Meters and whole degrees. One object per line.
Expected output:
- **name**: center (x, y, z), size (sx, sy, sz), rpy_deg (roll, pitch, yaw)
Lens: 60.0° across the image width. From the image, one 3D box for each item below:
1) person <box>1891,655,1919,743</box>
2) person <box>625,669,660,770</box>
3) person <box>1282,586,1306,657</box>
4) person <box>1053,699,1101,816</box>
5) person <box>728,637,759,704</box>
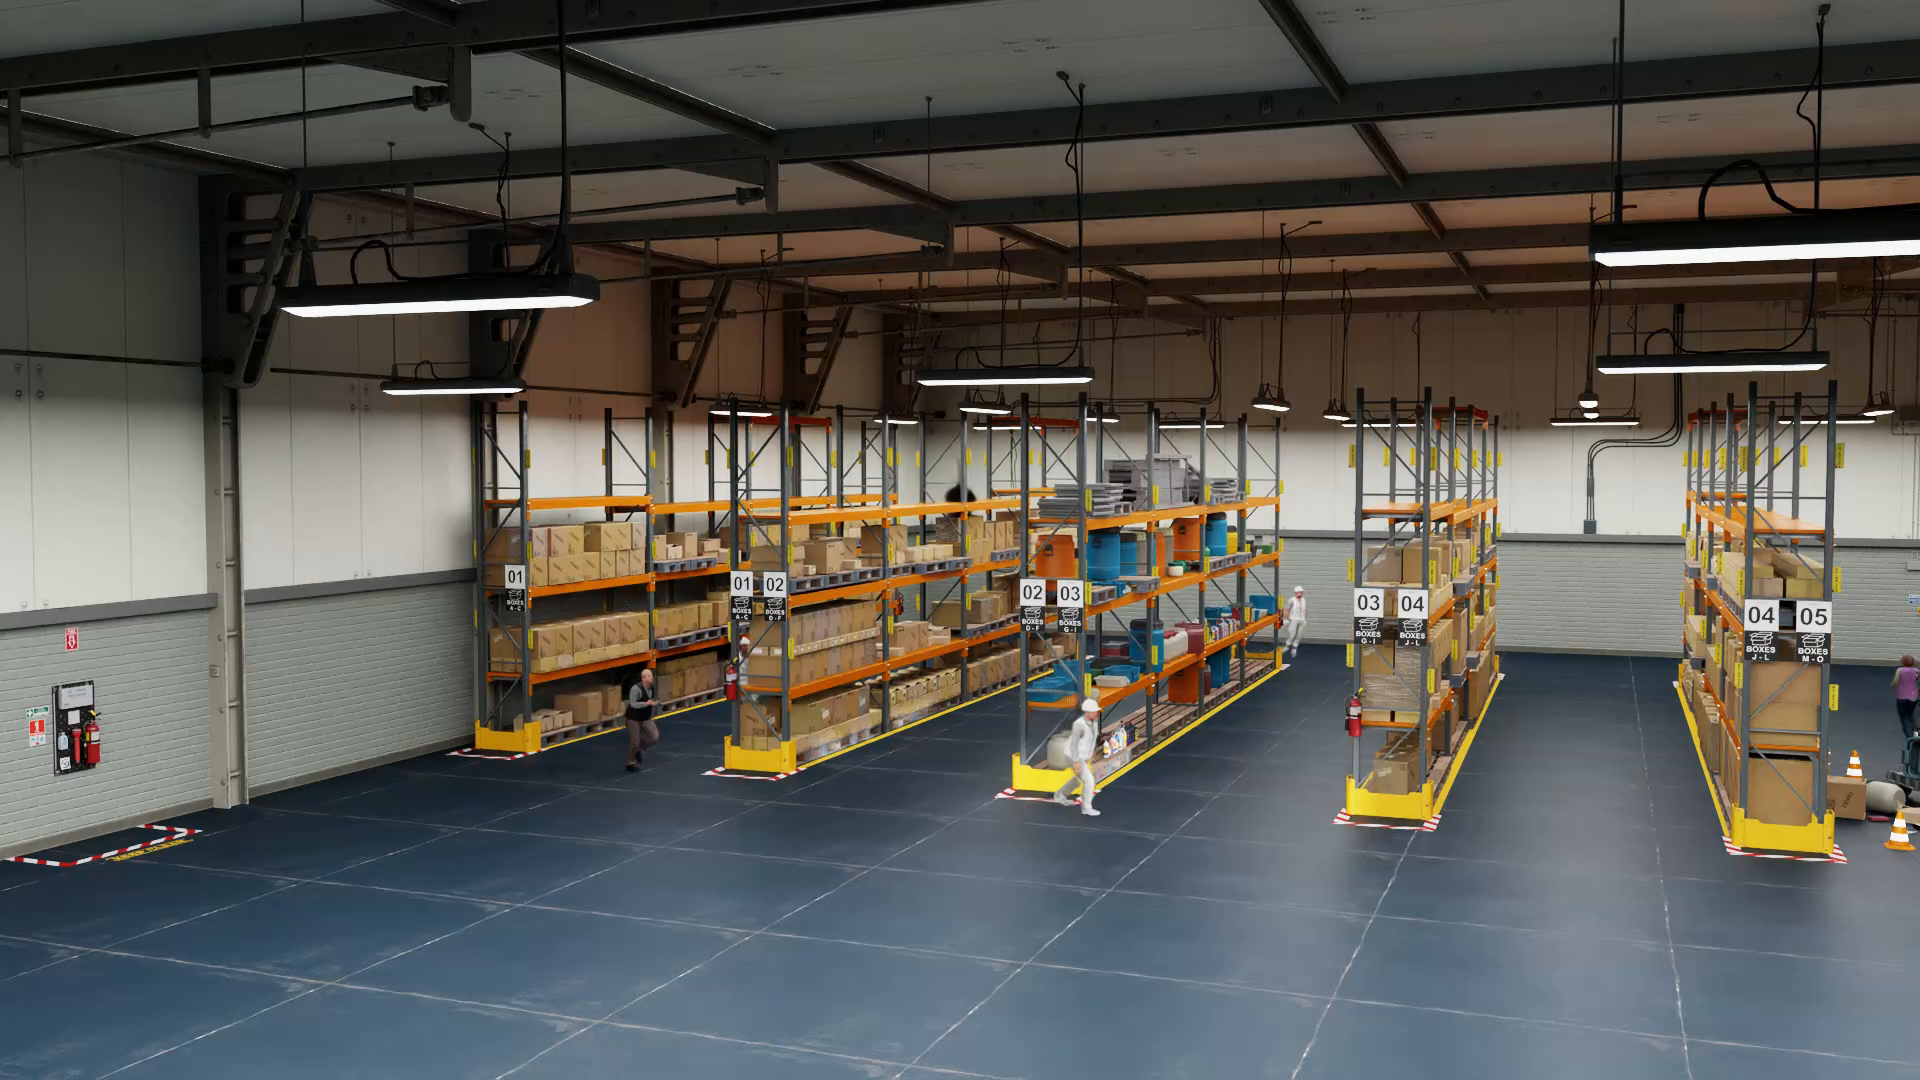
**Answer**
- **person**: center (16.623, 2.784, 29.178), size (0.546, 1.564, 0.604), rpy_deg (0, 3, 10)
- **person**: center (-5.062, 2.873, 26.568), size (0.795, 1.641, 0.635), rpy_deg (2, 3, 36)
- **person**: center (8.461, 2.077, 42.073), size (0.635, 1.815, 0.443), rpy_deg (-1, 3, -23)
- **person**: center (1.637, 3.033, 23.476), size (0.907, 1.660, 0.643), rpy_deg (2, 3, 36)
- **person**: center (-3.894, 2.644, 30.548), size (0.705, 1.761, 0.916), rpy_deg (0, 3, 1)
